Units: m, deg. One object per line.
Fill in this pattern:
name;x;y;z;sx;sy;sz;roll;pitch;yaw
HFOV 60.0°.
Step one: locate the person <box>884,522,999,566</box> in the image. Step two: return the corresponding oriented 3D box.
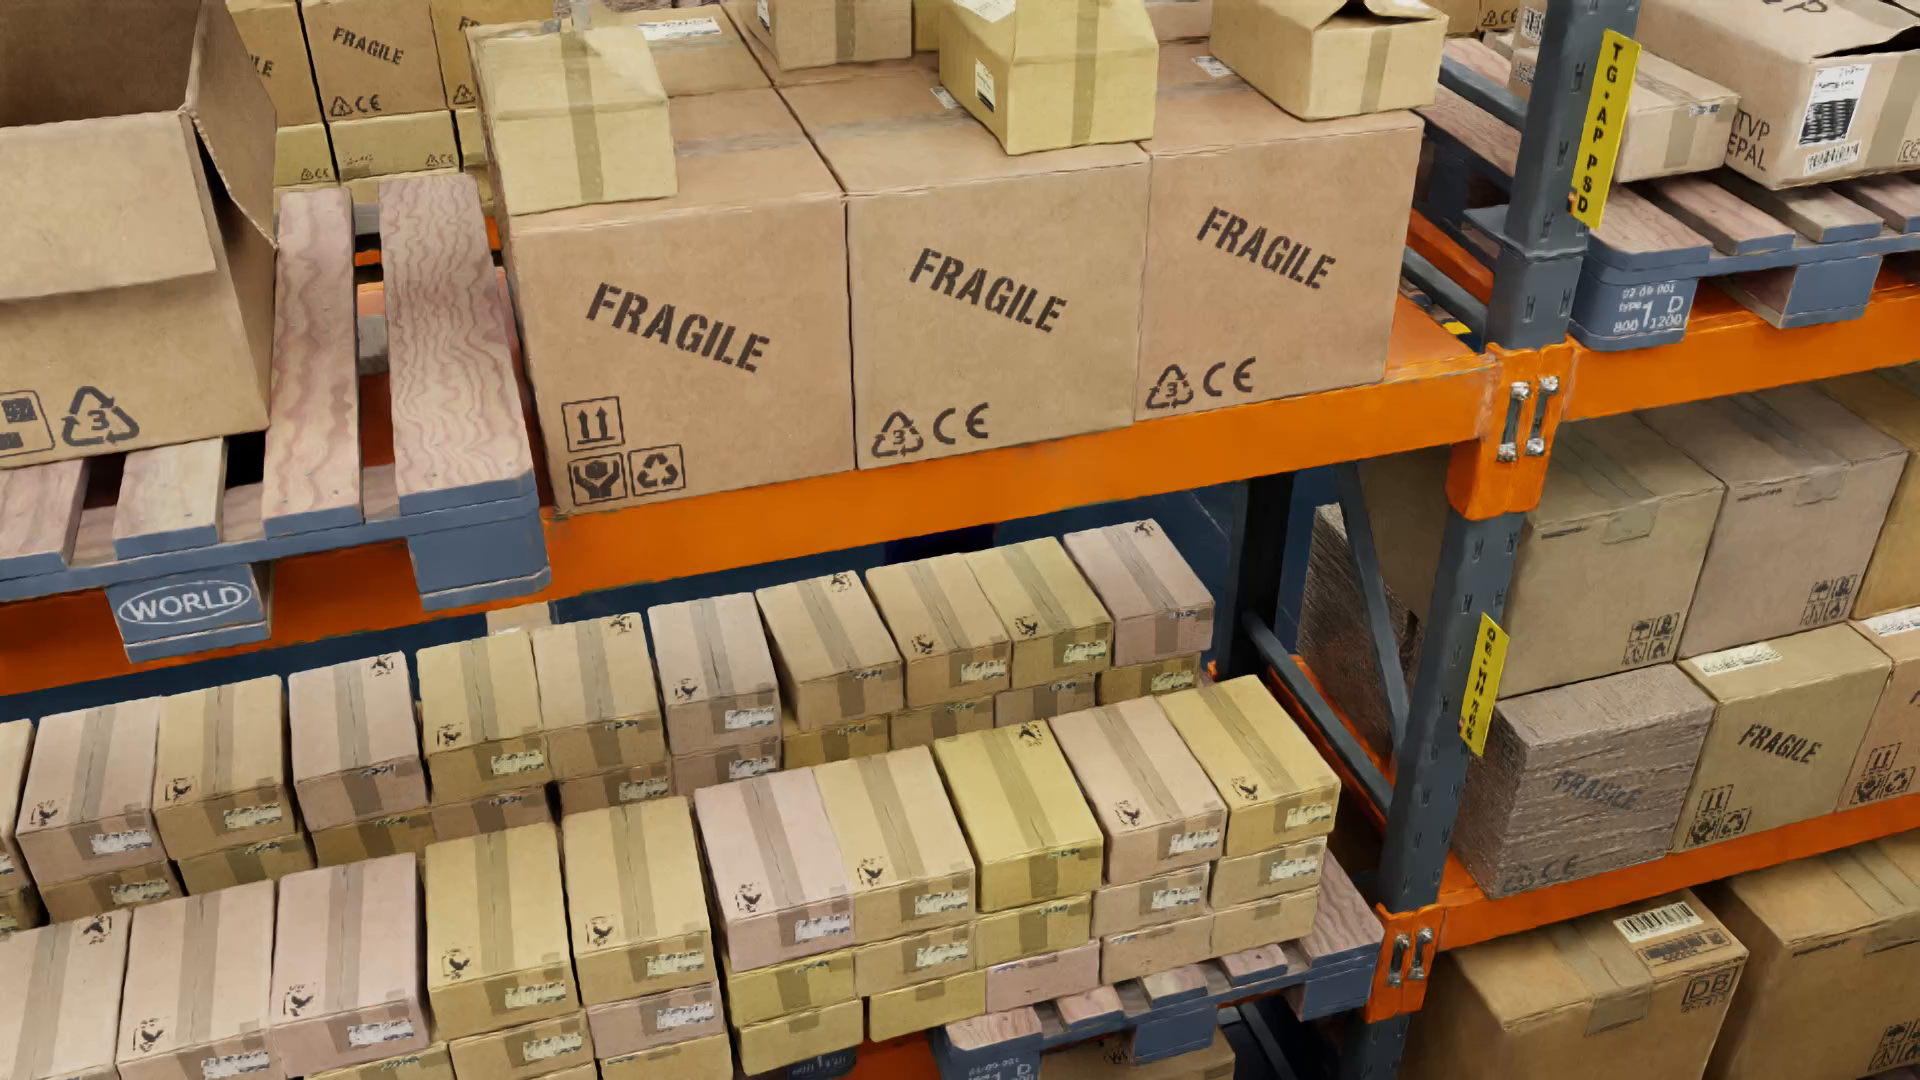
person;-0.076;-0.072;6.231;0.520;1.650;0.379;-12;36;-18
